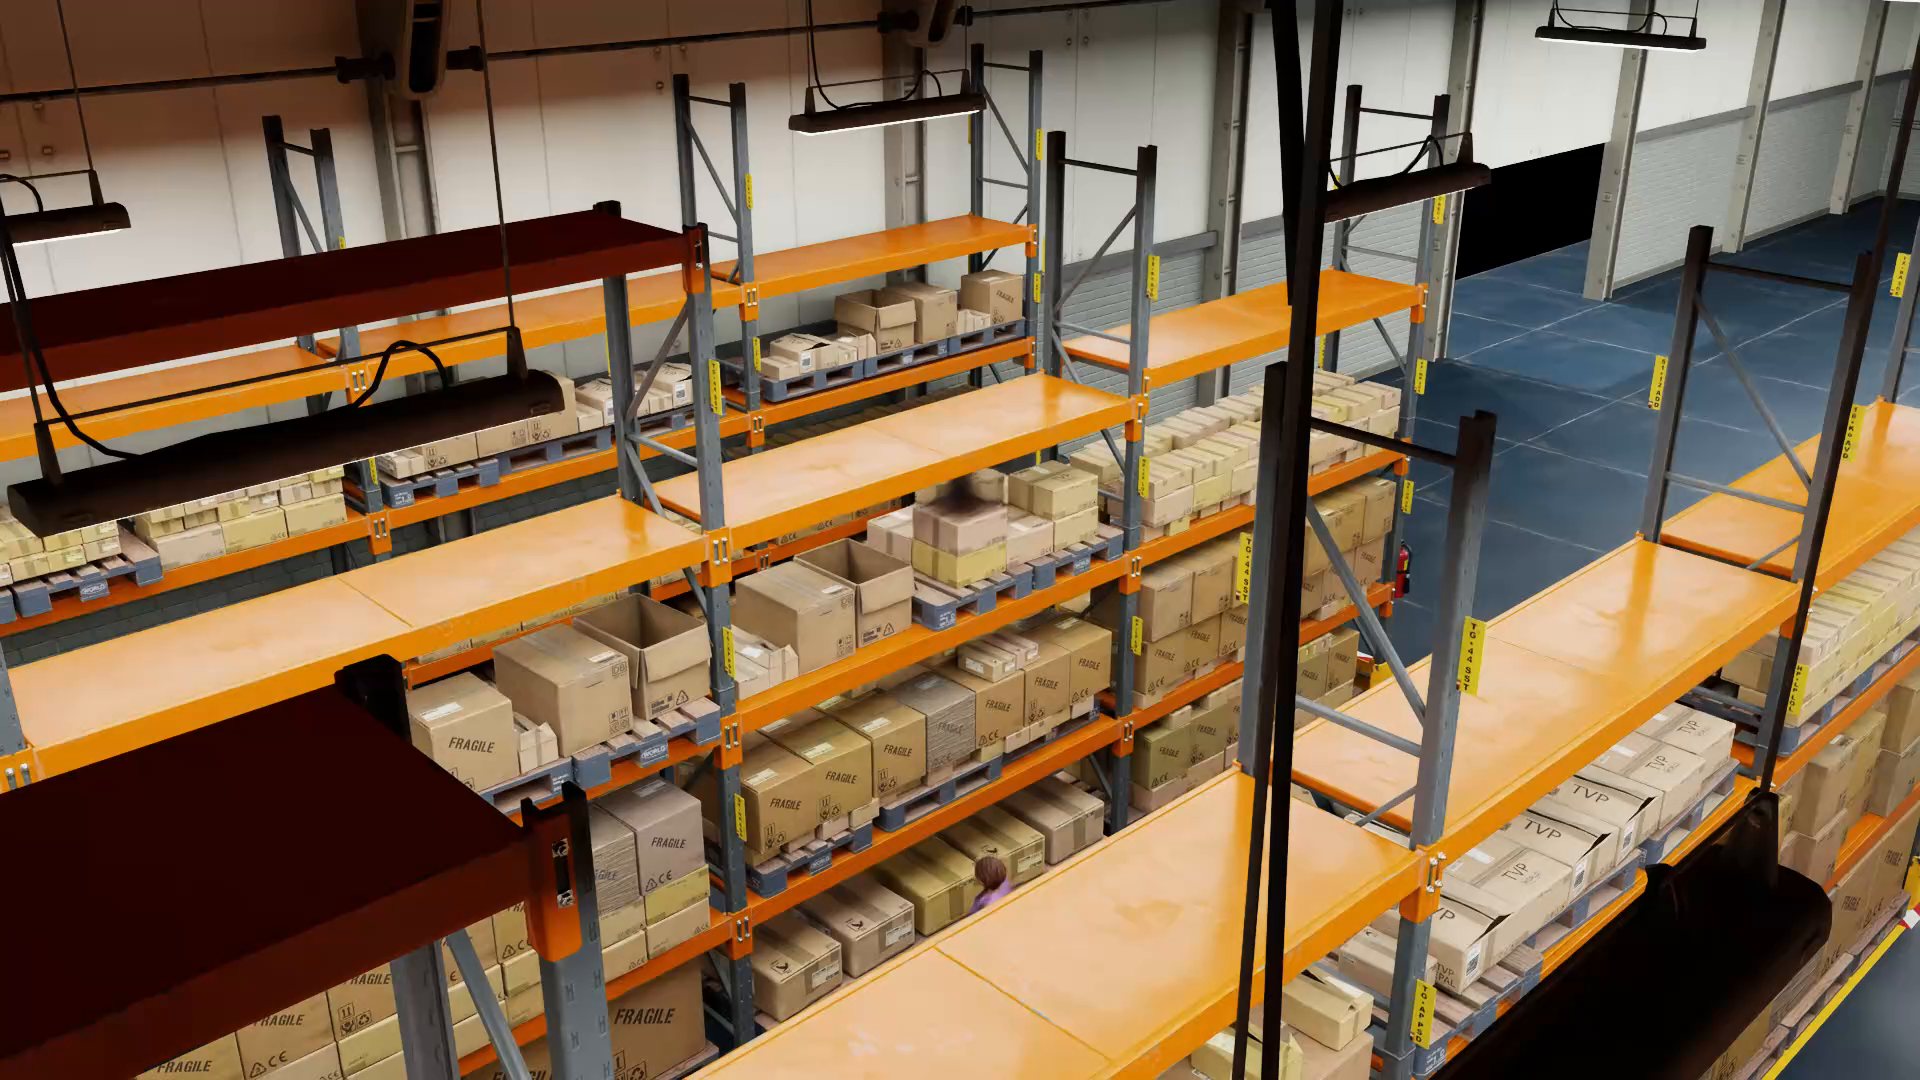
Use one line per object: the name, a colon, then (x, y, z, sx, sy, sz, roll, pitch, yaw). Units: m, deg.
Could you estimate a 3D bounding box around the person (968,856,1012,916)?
person: (0.267, 2.922, 11.676, 0.405, 1.601, 0.550, 7, 23, 16)
